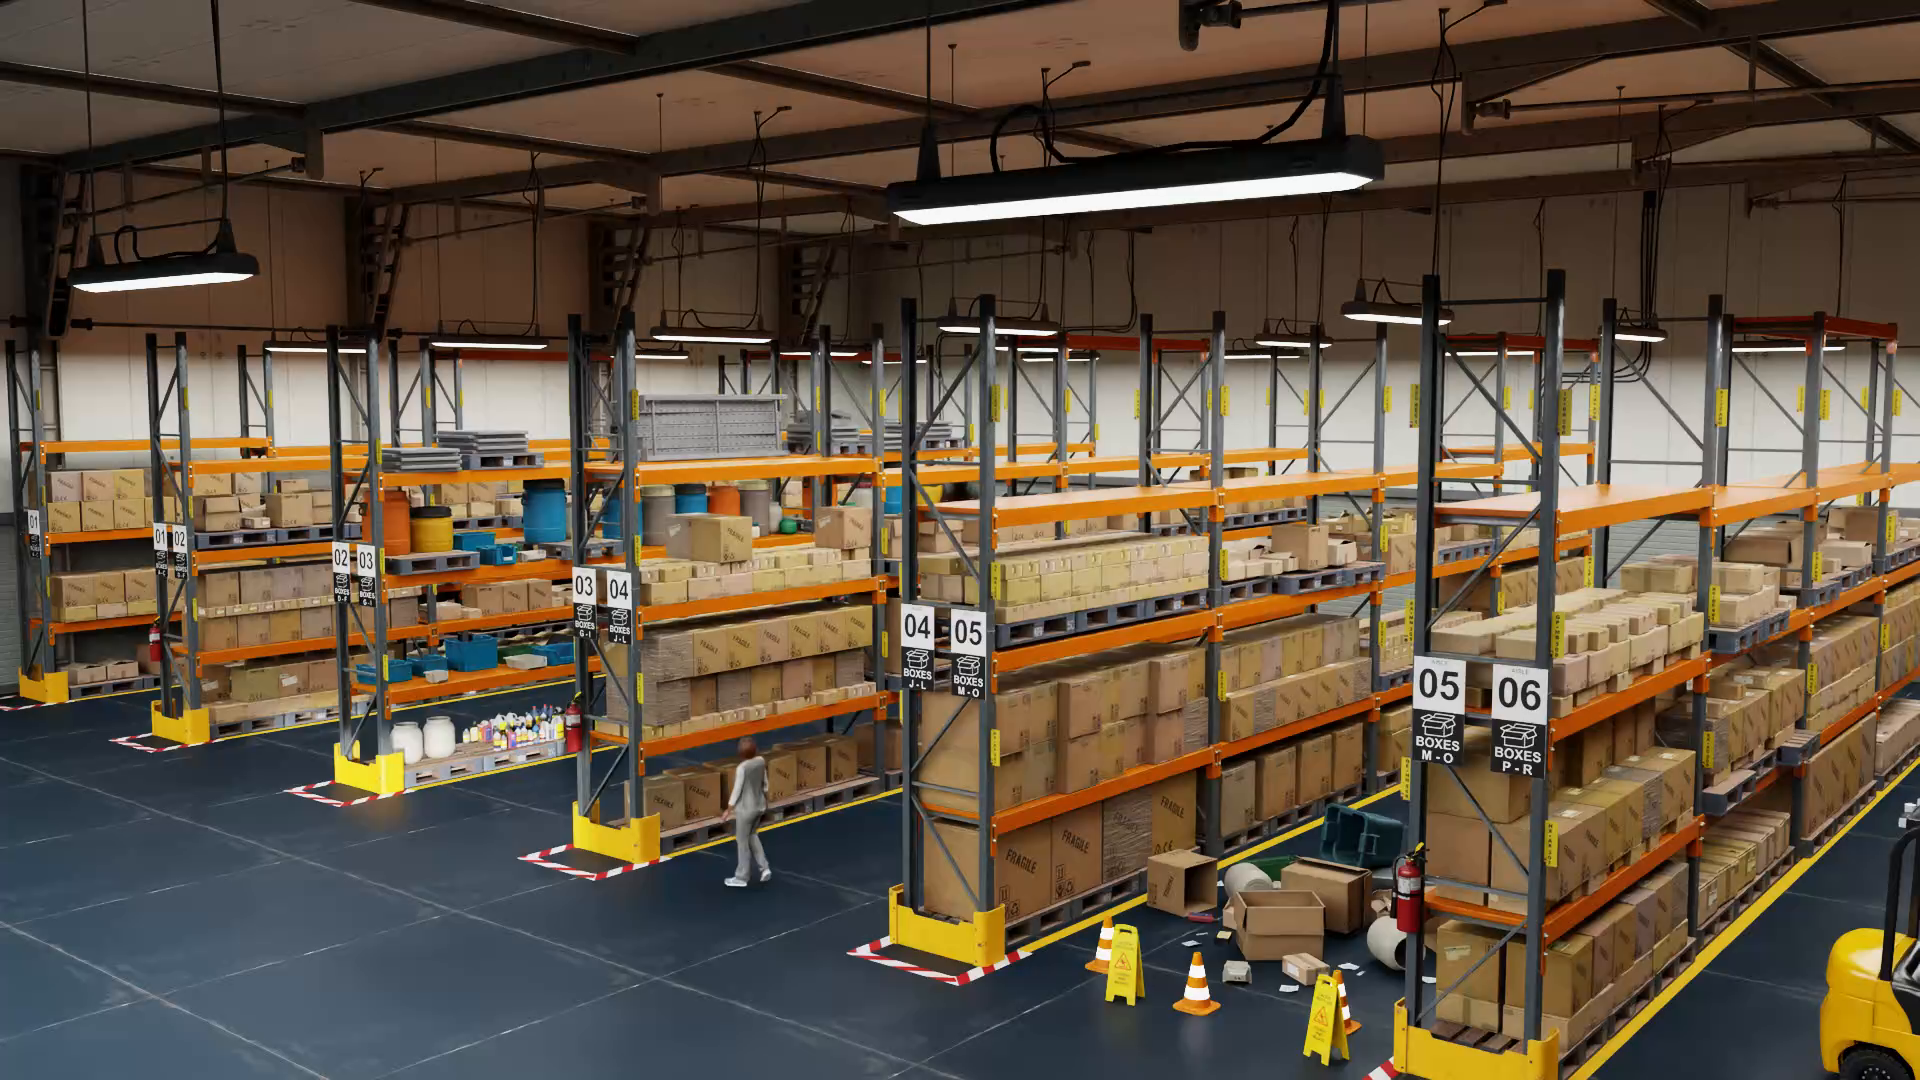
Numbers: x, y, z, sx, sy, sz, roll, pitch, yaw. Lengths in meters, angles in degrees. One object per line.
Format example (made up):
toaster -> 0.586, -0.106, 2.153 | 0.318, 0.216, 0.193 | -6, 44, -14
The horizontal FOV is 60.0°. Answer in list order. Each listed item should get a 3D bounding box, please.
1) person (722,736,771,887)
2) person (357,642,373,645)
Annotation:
person -> -2.226, 2.818, 17.312 | 0.462, 1.600, 0.488 | 3, 6, 27
person -> -10.618, 1.611, 29.729 | 0.480, 1.805, 0.562 | -1, 5, -16
